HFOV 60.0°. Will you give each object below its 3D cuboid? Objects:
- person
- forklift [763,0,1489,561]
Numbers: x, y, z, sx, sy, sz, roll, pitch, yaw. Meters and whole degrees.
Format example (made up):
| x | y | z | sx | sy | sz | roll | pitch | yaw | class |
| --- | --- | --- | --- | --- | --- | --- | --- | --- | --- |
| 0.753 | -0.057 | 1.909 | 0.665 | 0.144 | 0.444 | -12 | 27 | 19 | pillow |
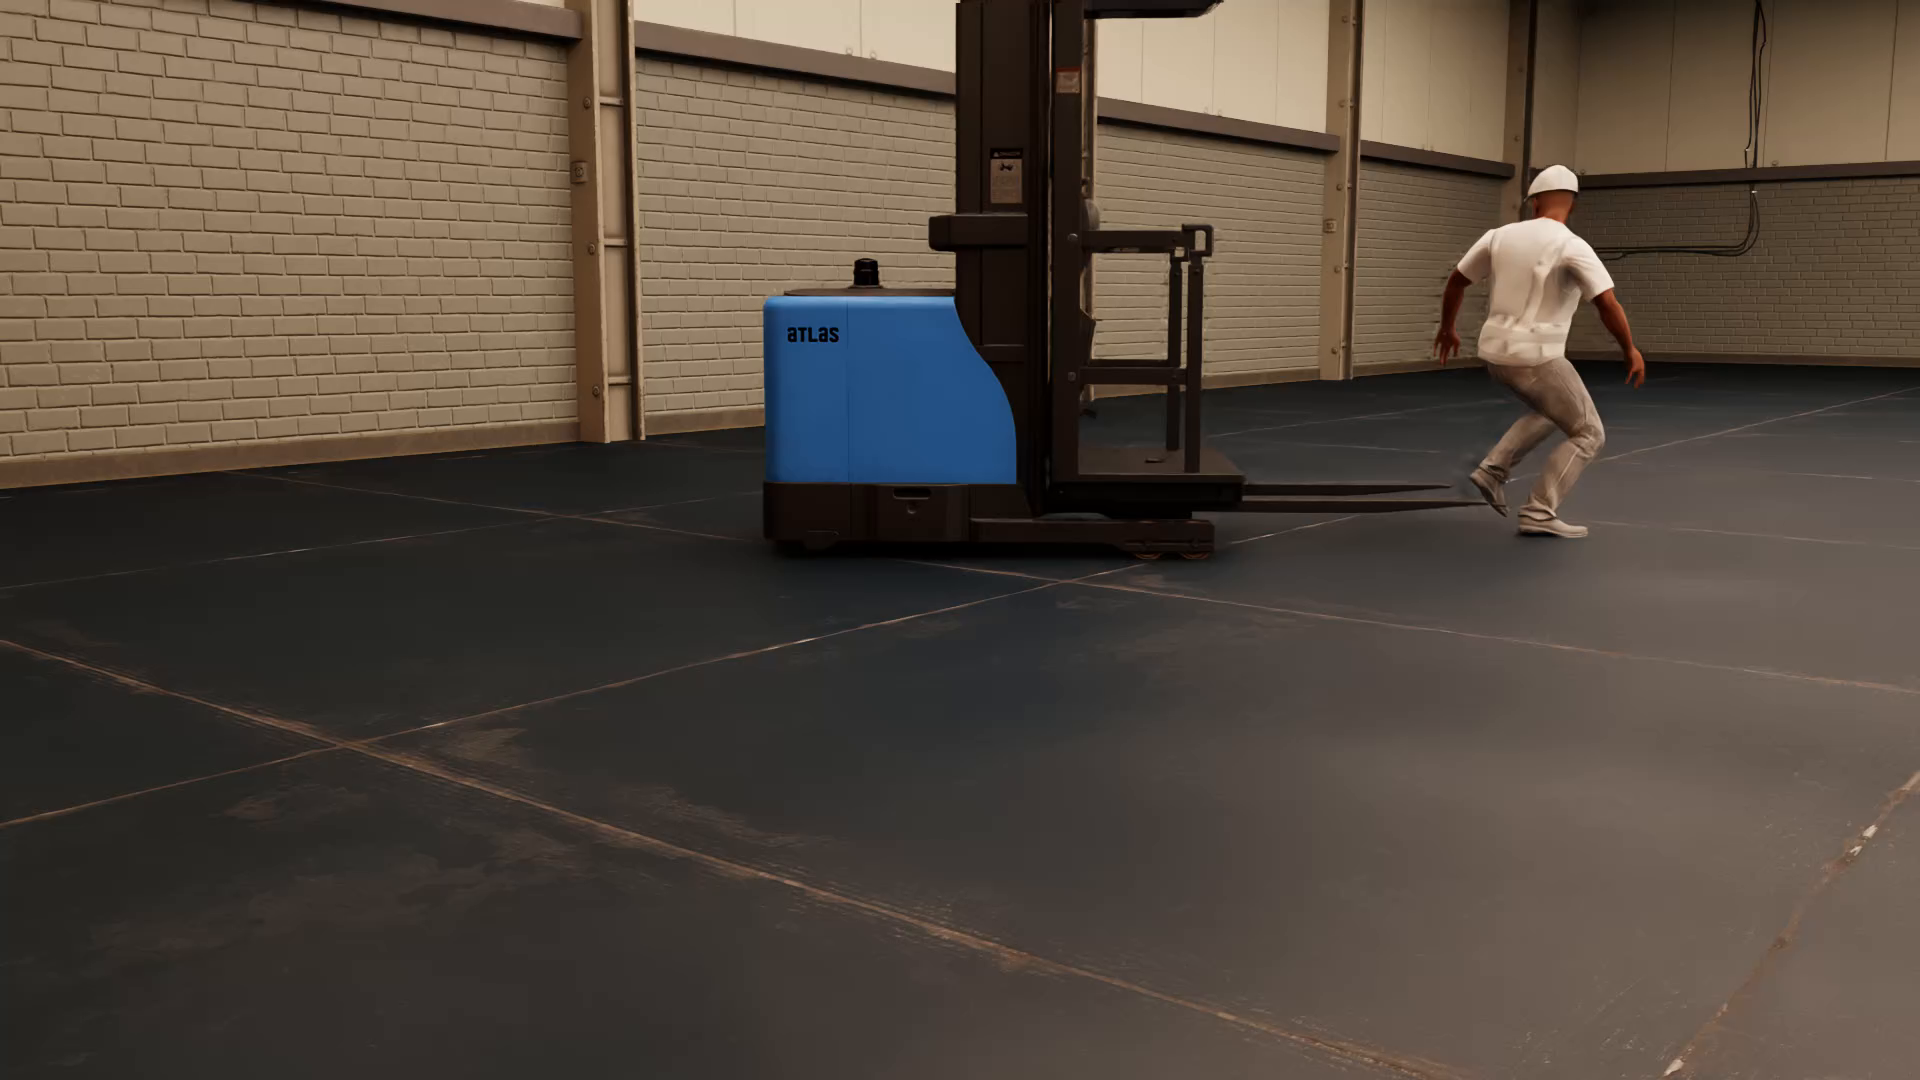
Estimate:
| x | y | z | sx | sy | sz | roll | pitch | yaw | class |
| --- | --- | --- | --- | --- | --- | --- | --- | --- | --- |
| 2.645 | -0.901 | 7.599 | 0.621 | 1.583 | 0.858 | -2 | 9 | -14 | person |
| 0.708 | -1.444 | 7.148 | 3.031 | 2.935 | 1.130 | 0 | 8 | 3 | forklift |
